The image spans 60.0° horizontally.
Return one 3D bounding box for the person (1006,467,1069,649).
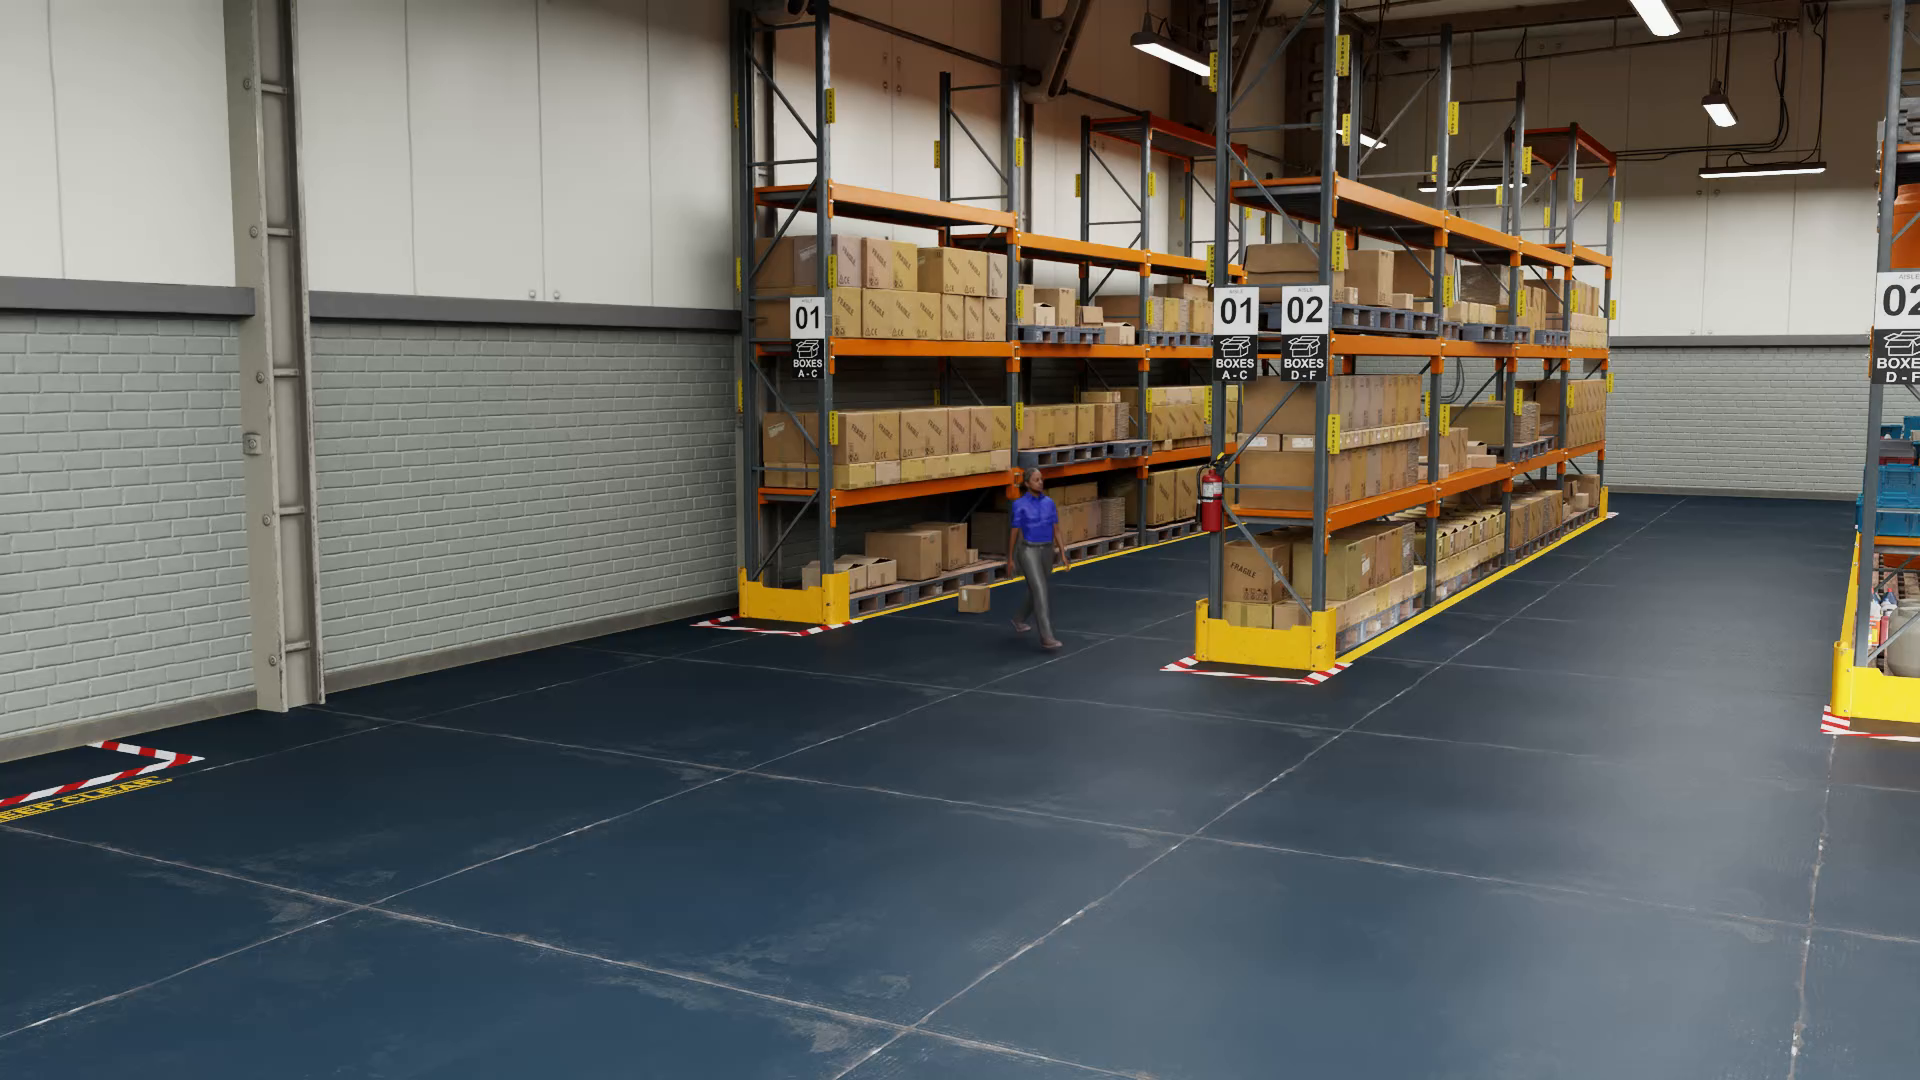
[{"bbox_3d":[0.707,0.150,15.086,0.473,1.580,1.017,-4,7,-33],"label":"person"}]
